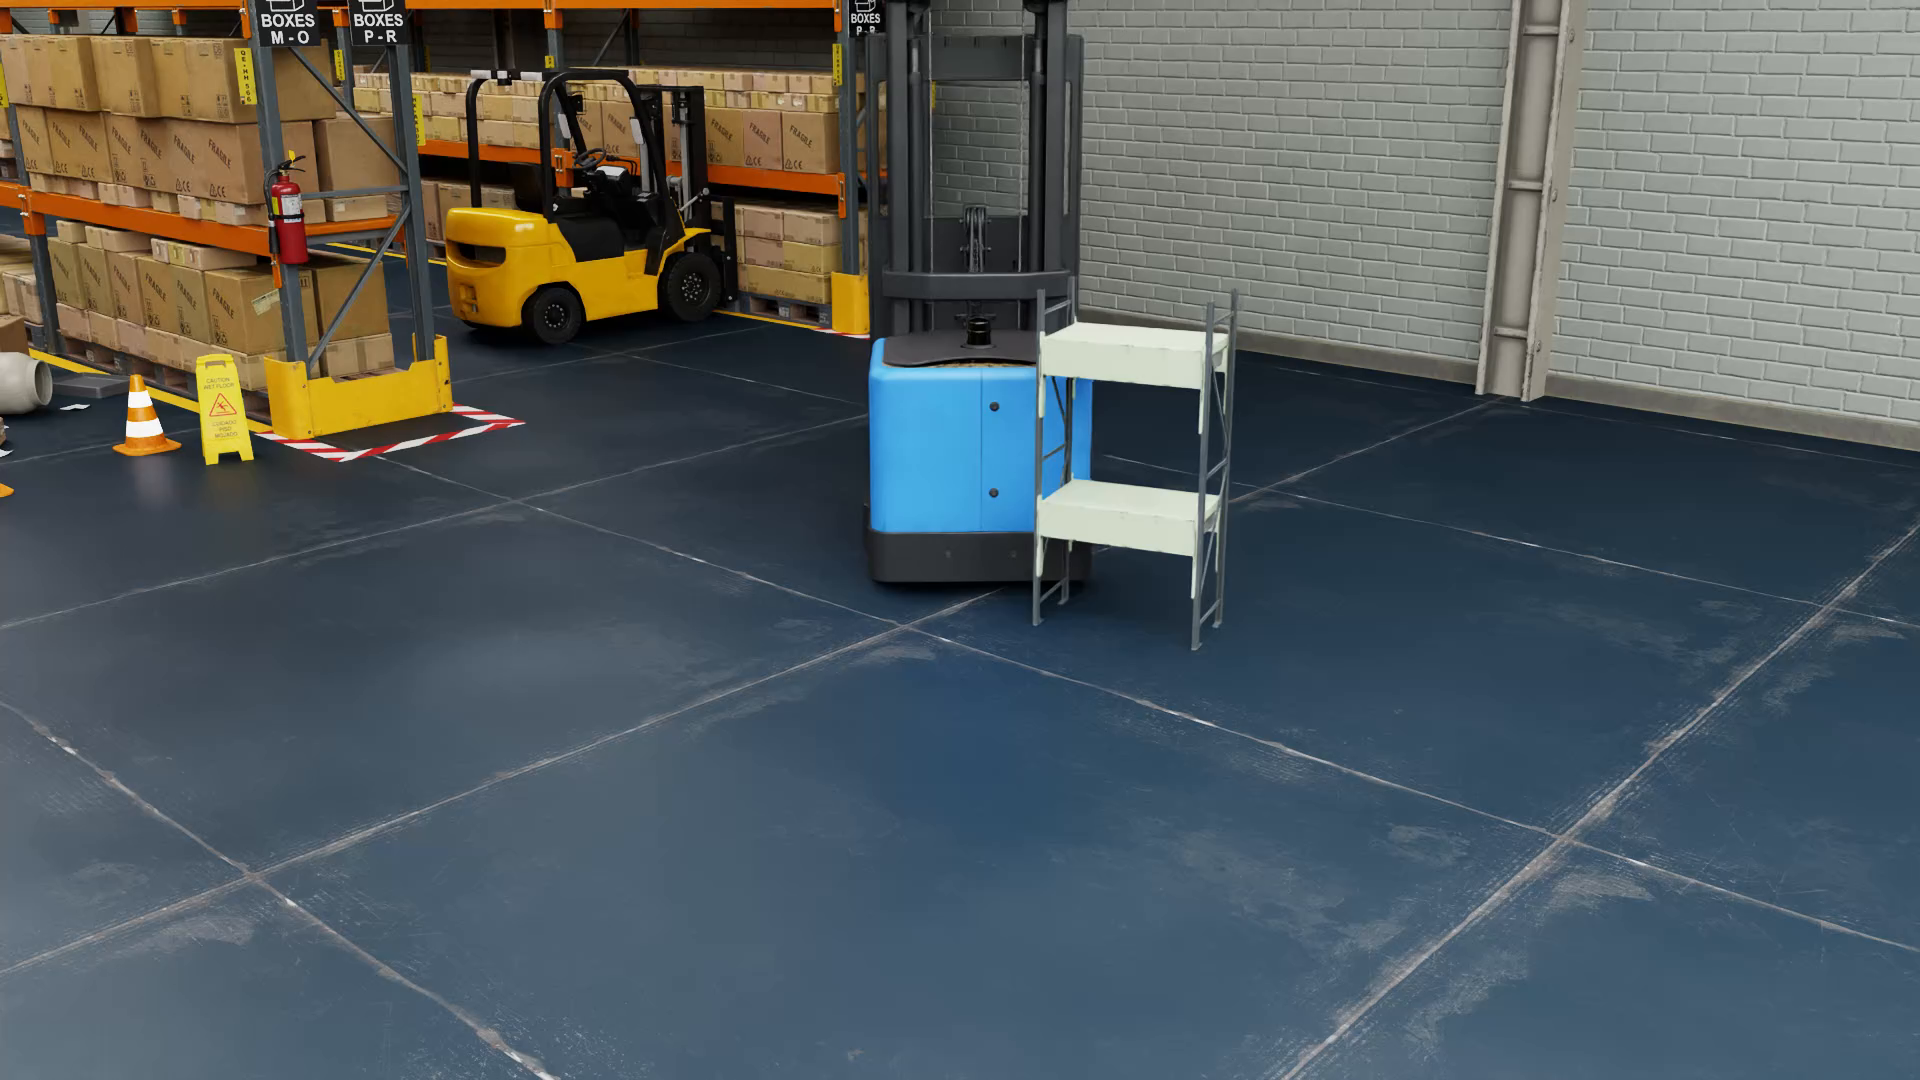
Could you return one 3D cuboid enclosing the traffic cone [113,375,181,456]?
[{"bbox_3d":[-5.096,-0.797,10.358,0.334,0.463,0.336,15,23,39],"label":"traffic cone"}]

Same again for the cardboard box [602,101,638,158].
[{"bbox_3d":[-3.059,-3.937,15.894,0.500,0.500,0.500,16,23,40],"label":"cardboard box"}]

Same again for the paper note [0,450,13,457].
[{"bbox_3d":[-5.946,-0.536,10.250,0.142,0.019,0.148,7,19,21],"label":"paper note"}]

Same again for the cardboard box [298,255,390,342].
[{"bbox_3d":[-4.356,-1.688,11.583,0.500,0.500,0.500,14,22,37],"label":"cardboard box"}]

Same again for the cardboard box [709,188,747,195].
[{"bbox_3d":[-2.363,-3.247,16.082,0.500,0.250,0.500,15,23,40],"label":"cardboard box"}]

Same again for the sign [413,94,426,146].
[{"bbox_3d":[-3.558,-2.747,10.878,0.005,0.325,0.100,15,23,39],"label":"sign"}]

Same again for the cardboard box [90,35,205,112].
[{"bbox_3d":[-5.549,-3.245,11.568,0.500,0.500,0.700,15,23,39],"label":"cardboard box"}]

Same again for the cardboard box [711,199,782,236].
[{"bbox_3d":[-1.947,-2.924,15.064,0.500,0.250,0.500,15,23,40],"label":"cardboard box"}]

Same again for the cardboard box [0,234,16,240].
[{"bbox_3d":[-9.485,-2.650,15.653,0.625,0.372,0.950,13,22,36],"label":"cardboard box"}]

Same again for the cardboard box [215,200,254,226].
[{"bbox_3d":[-4.603,-2.145,10.826,0.250,0.149,0.380,15,23,39],"label":"cardboard box"}]

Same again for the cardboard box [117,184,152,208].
[{"bbox_3d":[-5.729,-2.456,11.808,0.250,0.149,0.380,15,23,39],"label":"cardboard box"}]

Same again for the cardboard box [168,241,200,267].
[{"bbox_3d":[-5.195,-1.980,11.430,0.250,0.149,0.380,16,23,40],"label":"cardboard box"}]

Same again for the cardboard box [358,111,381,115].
[{"bbox_3d":[-6.440,-4.726,18.792,0.500,0.250,0.500,15,23,39],"label":"cardboard box"}]

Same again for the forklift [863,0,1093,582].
[{"bbox_3d":[0.065,-1.592,8.783,1.130,2.935,3.031,0,18,-1],"label":"forklift"}]

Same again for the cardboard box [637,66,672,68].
[{"bbox_3d":[-3.018,-4.582,16.361,0.250,0.149,0.380,14,23,38],"label":"cardboard box"}]

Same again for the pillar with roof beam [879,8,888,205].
[{"bbox_3d":[-3.406,-5.565,11.270,0.400,9.000,9.100,15,23,39],"label":"pillar with roof beam"}]

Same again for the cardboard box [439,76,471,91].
[{"bbox_3d":[-5.336,-4.881,17.795,0.250,0.149,0.380,15,23,39],"label":"cardboard box"}]

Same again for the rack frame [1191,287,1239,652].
[{"bbox_3d":[1.081,-0.294,7.057,0.023,1.500,0.400,8,19,23],"label":"rack frame"}]

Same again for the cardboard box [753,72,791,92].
[{"bbox_3d":[-1.589,-4.014,14.572,0.250,0.149,0.380,15,23,40],"label":"cardboard box"}]

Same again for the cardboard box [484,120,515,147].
[{"bbox_3d":[-4.548,-4.209,17.163,0.500,0.250,0.500,15,23,39],"label":"cardboard box"}]

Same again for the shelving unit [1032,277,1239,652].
[{"bbox_3d":[0.748,-0.339,7.201,0.755,1.500,0.431,8,19,23],"label":"shelving unit"}]

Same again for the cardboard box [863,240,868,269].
[{"bbox_3d":[-0.840,-2.605,14.886,0.500,0.250,0.500,16,23,40],"label":"cardboard box"}]

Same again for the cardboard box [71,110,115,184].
[{"bbox_3d":[-6.008,-2.854,11.988,0.500,0.500,0.500,15,23,39],"label":"cardboard box"}]

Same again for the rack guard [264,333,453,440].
[{"bbox_3d":[-3.975,-1.036,11.048,0.348,0.500,1.175,15,23,39],"label":"rack guard"}]

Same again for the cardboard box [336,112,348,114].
[{"bbox_3d":[-4.478,-2.662,11.385,0.500,0.500,0.500,16,24,41],"label":"cardboard box"}]

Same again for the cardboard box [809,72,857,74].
[{"bbox_3d":[-1.116,-4.060,14.716,0.250,0.149,0.380,16,23,40],"label":"cardboard box"}]

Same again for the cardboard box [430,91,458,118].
[{"bbox_3d":[-5.288,-4.657,17.750,0.500,0.250,0.500,15,23,40],"label":"cardboard box"}]

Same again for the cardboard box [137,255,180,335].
[{"bbox_3d":[-5.456,-1.768,11.834,0.500,0.500,0.500,14,23,38],"label":"cardboard box"}]

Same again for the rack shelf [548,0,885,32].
[{"bbox_3d":[-2.122,-4.824,15.084,4.000,0.370,1.077,15,23,39],"label":"rack shelf"}]

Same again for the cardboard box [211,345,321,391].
[{"bbox_3d":[-4.719,-1.208,11.309,0.500,0.250,0.500,15,23,39],"label":"cardboard box"}]

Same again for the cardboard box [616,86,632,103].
[{"bbox_3d":[-3.010,-4.208,15.675,0.250,0.149,0.380,16,23,40],"label":"cardboard box"}]

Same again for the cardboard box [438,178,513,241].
[{"bbox_3d":[-5.154,-3.617,18.282,0.625,0.625,0.875,14,22,37],"label":"cardboard box"}]

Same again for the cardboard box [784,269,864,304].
[{"bbox_3d":[-1.187,-2.248,14.588,0.500,0.250,0.500,15,23,40],"label":"cardboard box"}]

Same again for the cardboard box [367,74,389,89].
[{"bbox_3d":[-6.366,-5.115,18.532,0.250,0.149,0.380,16,23,40],"label":"cardboard box"}]

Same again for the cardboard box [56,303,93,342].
[{"bbox_3d":[-6.648,-1.725,12.940,0.500,0.250,0.500,14,22,37],"label":"cardboard box"}]

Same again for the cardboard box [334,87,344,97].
[{"bbox_3d":[-7.613,-5.209,19.620,0.500,0.250,0.500,14,22,37],"label":"cardboard box"}]

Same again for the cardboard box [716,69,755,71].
[{"bbox_3d":[-2.073,-4.319,15.533,0.250,0.149,0.380,16,24,41],"label":"cardboard box"}]

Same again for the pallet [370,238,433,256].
[{"bbox_3d":[-6.020,-3.439,19.098,1.213,0.211,1.003,15,23,39],"label":"pallet"}]

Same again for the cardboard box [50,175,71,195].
[{"bbox_3d":[-6.664,-2.720,12.640,0.250,0.149,0.380,16,24,41],"label":"cardboard box"}]

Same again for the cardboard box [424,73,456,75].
[{"bbox_3d":[-5.809,-5.186,18.757,0.250,0.149,0.380,15,23,39],"label":"cardboard box"}]

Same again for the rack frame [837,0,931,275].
[{"bbox_3d":[-0.626,-3.336,14.163,0.127,3.000,1.000,15,23,39],"label":"rack frame"}]

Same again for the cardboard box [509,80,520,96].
[{"bbox_3d":[-4.374,-4.623,16.981,0.250,0.149,0.380,15,23,39],"label":"cardboard box"}]

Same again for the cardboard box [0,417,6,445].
[{"bbox_3d":[-6.238,-0.659,10.442,0.380,0.149,0.250,-6,18,-18],"label":"cardboard box"}]

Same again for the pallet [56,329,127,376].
[{"bbox_3d":[-6.384,-1.559,13.175,1.213,0.211,1.003,15,23,39],"label":"pallet"}]

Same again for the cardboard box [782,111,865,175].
[{"bbox_3d":[-1.168,-3.423,14.272,0.500,0.500,0.500,14,23,38],"label":"cardboard box"}]

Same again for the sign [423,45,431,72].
[{"bbox_3d":[-6.244,-5.620,19.447,0.005,0.325,0.100,15,23,39],"label":"sign"}]

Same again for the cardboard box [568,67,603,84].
[{"bbox_3d":[-3.576,-4.506,16.123,0.250,0.149,0.380,16,23,40],"label":"cardboard box"}]

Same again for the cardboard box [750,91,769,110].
[{"bbox_3d":[-1.613,-3.862,14.583,0.250,0.149,0.380,15,23,39],"label":"cardboard box"}]

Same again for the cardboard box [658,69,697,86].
[{"bbox_3d":[-2.560,-4.265,15.364,0.250,0.149,0.380,15,23,39],"label":"cardboard box"}]
